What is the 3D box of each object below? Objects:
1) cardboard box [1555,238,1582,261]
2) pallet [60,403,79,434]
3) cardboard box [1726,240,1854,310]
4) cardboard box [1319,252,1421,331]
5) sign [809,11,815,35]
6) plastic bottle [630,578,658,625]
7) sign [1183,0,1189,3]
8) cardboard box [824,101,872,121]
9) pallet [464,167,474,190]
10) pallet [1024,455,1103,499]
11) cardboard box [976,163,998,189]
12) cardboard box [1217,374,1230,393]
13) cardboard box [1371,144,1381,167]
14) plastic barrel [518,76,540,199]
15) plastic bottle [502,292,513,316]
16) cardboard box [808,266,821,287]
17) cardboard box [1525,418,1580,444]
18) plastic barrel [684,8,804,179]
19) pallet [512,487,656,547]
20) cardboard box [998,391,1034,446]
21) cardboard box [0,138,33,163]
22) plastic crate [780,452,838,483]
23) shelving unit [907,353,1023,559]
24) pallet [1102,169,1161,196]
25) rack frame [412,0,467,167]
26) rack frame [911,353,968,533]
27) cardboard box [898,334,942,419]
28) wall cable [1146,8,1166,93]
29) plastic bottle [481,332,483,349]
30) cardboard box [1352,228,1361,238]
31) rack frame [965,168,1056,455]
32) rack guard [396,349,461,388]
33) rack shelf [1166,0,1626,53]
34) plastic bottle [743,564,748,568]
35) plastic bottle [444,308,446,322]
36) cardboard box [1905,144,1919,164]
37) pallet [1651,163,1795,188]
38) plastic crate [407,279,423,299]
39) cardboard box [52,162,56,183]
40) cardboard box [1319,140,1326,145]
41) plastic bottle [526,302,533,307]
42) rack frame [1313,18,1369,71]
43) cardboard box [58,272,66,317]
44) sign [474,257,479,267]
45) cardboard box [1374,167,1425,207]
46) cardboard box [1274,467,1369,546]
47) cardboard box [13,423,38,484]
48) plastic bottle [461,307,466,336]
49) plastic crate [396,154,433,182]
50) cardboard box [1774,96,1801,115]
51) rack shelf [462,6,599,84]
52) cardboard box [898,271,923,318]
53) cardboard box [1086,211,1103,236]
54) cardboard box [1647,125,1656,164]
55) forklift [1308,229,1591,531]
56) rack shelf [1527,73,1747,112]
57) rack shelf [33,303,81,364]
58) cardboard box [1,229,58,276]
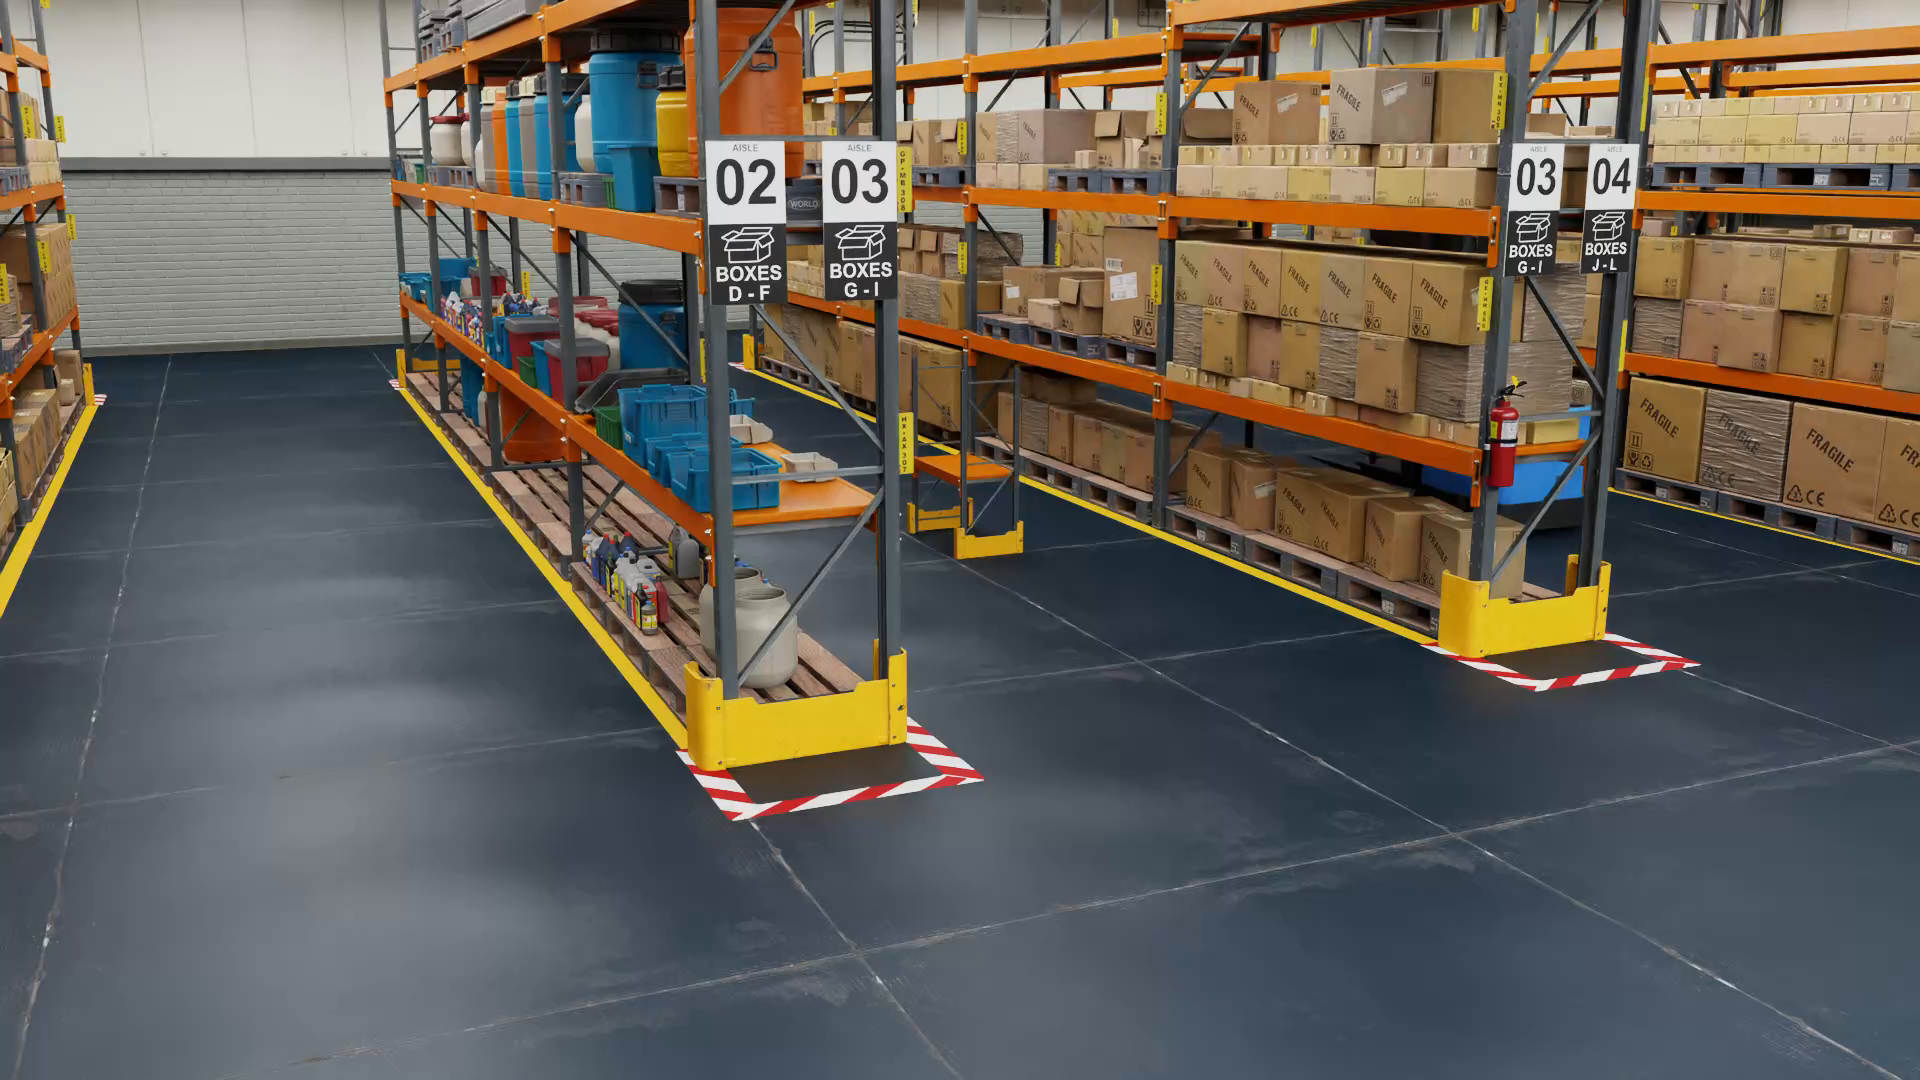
[{"bbox_3d":[6.309,-2.774,16.762,0.700,0.500,0.500,-6,14,-24],"label":"cardboard box"},{"bbox_3d":[-10.914,-1.397,19.438,1.003,0.211,1.213,-6,14,-23],"label":"pallet"},{"bbox_3d":[7.254,-2.322,14.524,0.875,0.550,0.550,-6,14,-23],"label":"cardboard box"},{"bbox_3d":[2.888,-1.754,11.699,0.500,0.500,0.500,-6,14,-23],"label":"cardboard box"},{"bbox_3d":[-2.168,-7.544,24.262,0.100,0.325,0.005,-6,14,-23],"label":"sign"},{"bbox_3d":[-2.013,0.390,10.599,0.152,0.276,0.135,-6,14,-23],"label":"plastic bottle"},{"bbox_3d":[3.012,-7.054,22.142,0.100,0.325,0.005,-6,14,-23],"label":"sign"},{"bbox_3d":[-1.440,-5.579,21.632,0.500,0.250,0.500,-7,15,-27],"label":"cardboard box"},{"bbox_3d":[-4.222,-3.518,16.183,1.003,0.211,1.213,-6,14,-23],"label":"pallet"},{"bbox_3d":[1.330,-0.657,16.241,1.003,0.211,1.213,-6,14,-23],"label":"pallet"},{"bbox_3d":[0.489,-3.697,16.872,0.500,0.250,0.500,-5,14,-22],"label":"cardboard box"},{"bbox_3d":[2.269,-1.256,13.200,0.380,0.149,0.250,-6,14,-23],"label":"cardboard box"},{"bbox_3d":[3.027,-2.611,11.294,0.380,0.149,0.250,-5,14,-22],"label":"cardboard box"},{"bbox_3d":[-3.067,-3.081,12.767,0.600,0.901,0.600,0,13,0],"label":"plastic barrel"},{"bbox_3d":[-4.997,-2.572,18.441,0.144,0.351,0.185,-6,14,-23],"label":"plastic bottle"},{"bbox_3d":[-1.696,-3.501,22.019,0.500,0.250,0.500,-5,14,-21],"label":"cardboard box"},{"bbox_3d":[3.842,-0.734,10.946,0.380,0.149,0.250,-6,14,-23],"label":"cardboard box"},{"bbox_3d":[-1.111,-2.293,8.588,0.600,0.830,0.708,-6,14,-23],"label":"plastic barrel"},{"bbox_3d":[-3.245,-0.208,14.299,1.003,0.211,1.213,-6,14,-23],"label":"pallet"},{"bbox_3d":[0.820,-1.289,17.354,0.700,0.500,0.500,-6,15,-26],"label":"cardboard box"},{"bbox_3d":[-10.114,-4.116,17.573,0.500,0.250,0.500,-6,14,-23],"label":"cardboard box"},{"bbox_3d":[-0.864,-0.414,9.592,0.298,0.136,0.250,-6,14,-23],"label":"plastic crate"},{"bbox_3d":[0.031,-0.715,13.633,0.587,1.500,1.083,-6,14,-23],"label":"shelving unit"},{"bbox_3d":[1.986,-3.109,14.417,1.213,0.211,1.003,-6,14,-23],"label":"pallet"},{"bbox_3d":[-5.607,-5.731,18.673,1.000,3.000,0.127,-6,14,-23],"label":"rack frame"},{"bbox_3d":[-0.169,-0.818,14.078,0.500,1.500,0.032,-6,14,-23],"label":"rack frame"},{"bbox_3d":[-0.074,-1.928,19.327,1.225,0.875,0.875,-6,14,-23],"label":"cardboard box"},{"bbox_3d":[3.872,-9.049,33.012,0.463,3.000,0.029,-6,14,-23],"label":"wall cable"},{"bbox_3d":[-4.587,-1.955,16.106,0.097,0.201,0.097,0,13,0],"label":"plastic bottle"},{"bbox_3d":[6.767,-5.176,27.142,0.500,0.500,0.500,-6,14,-23],"label":"cardboard box"},{"bbox_3d":[0.533,-2.429,17.712,1.000,3.000,0.127,-6,14,-23],"label":"rack frame"},{"bbox_3d":[-7.231,-2.420,23.218,1.175,0.500,0.348,-6,14,-23],"label":"rack guard"},{"bbox_3d":[2.937,-3.760,11.761,1.077,0.370,4.000,-6,14,-23],"label":"rack shelf"},{"bbox_3d":[-1.418,0.292,11.031,0.097,0.271,0.097,0,13,0],"label":"plastic bottle"},{"bbox_3d":[-5.735,-2.547,18.663,0.097,0.201,0.097,0,13,0],"label":"plastic bottle"},{"bbox_3d":[7.575,-2.991,12.892,0.380,0.149,0.250,-5,14,-22],"label":"cardboard box"},{"bbox_3d":[7.039,-3.278,14.924,1.003,0.211,1.213,-6,14,-23],"label":"pallet"},{"bbox_3d":[-6.885,-3.229,21.408,0.416,0.233,0.300,-6,14,-23],"label":"plastic crate"},{"bbox_3d":[-11.112,-4.389,19.863,0.500,0.250,0.500,-6,14,-23],"label":"cardboard box"},{"bbox_3d":[4.445,-4.563,20.060,0.500,0.500,0.500,-6,14,-23],"label":"cardboard box"},{"bbox_3d":[-4.658,-2.440,18.034,0.152,0.276,0.135,-6,14,-23],"label":"plastic bottle"},{"bbox_3d":[6.409,-7.900,28.044,1.000,3.000,0.127,-6,14,-23],"label":"rack frame"},{"bbox_3d":[-10.713,-2.854,19.327,0.500,0.500,0.500,-6,14,-24],"label":"cardboard box"},{"bbox_3d":[-6.712,-3.767,23.131,0.100,0.325,0.005,-6,14,-23],"label":"sign"},{"bbox_3d":[3.110,-2.344,11.025,0.500,0.250,0.500,-6,14,-23],"label":"cardboard box"},{"bbox_3d":[2.816,-0.264,12.971,0.500,0.500,0.500,-7,15,-28],"label":"cardboard box"},{"bbox_3d":[-8.680,-0.759,15.064,0.500,0.500,0.500,-6,14,-25],"label":"cardboard box"},{"bbox_3d":[-5.143,-2.272,17.291,0.061,0.283,0.133,-6,14,-23],"label":"plastic bottle"},{"bbox_3d":[-6.849,-4.725,21.118,0.504,0.338,0.767,-6,14,-23],"label":"plastic crate"},{"bbox_3d":[7.066,-3.642,13.935,0.380,0.149,0.250,-6,14,-23],"label":"cardboard box"},{"bbox_3d":[-3.204,-3.946,13.443,1.077,0.370,4.000,-6,14,-23],"label":"rack shelf"},{"bbox_3d":[-0.500,-2.873,19.409,0.500,0.500,0.500,-5,14,-22],"label":"cardboard box"},{"bbox_3d":[2.246,-4.860,25.116,0.500,0.500,0.500,-6,14,-24],"label":"cardboard box"},{"bbox_3d":[9.324,-5.104,21.460,0.797,0.503,0.637,-7,15,-26],"label":"cardboard box"},{"bbox_3d":[4.356,-1.766,15.002,1.130,2.935,3.031,-5,14,-22],"label":"forklift"},{"bbox_3d":[8.812,-6.115,22.814,1.077,0.370,4.000,-6,14,-23],"label":"rack shelf"},{"bbox_3d":[-10.948,-2.424,19.286,1.077,0.370,4.000,-6,14,-23],"label":"rack shelf"},{"bbox_3d":[-10.491,-3.233,18.746,0.500,0.500,0.500,-6,14,-25],"label":"cardboard box"}]
